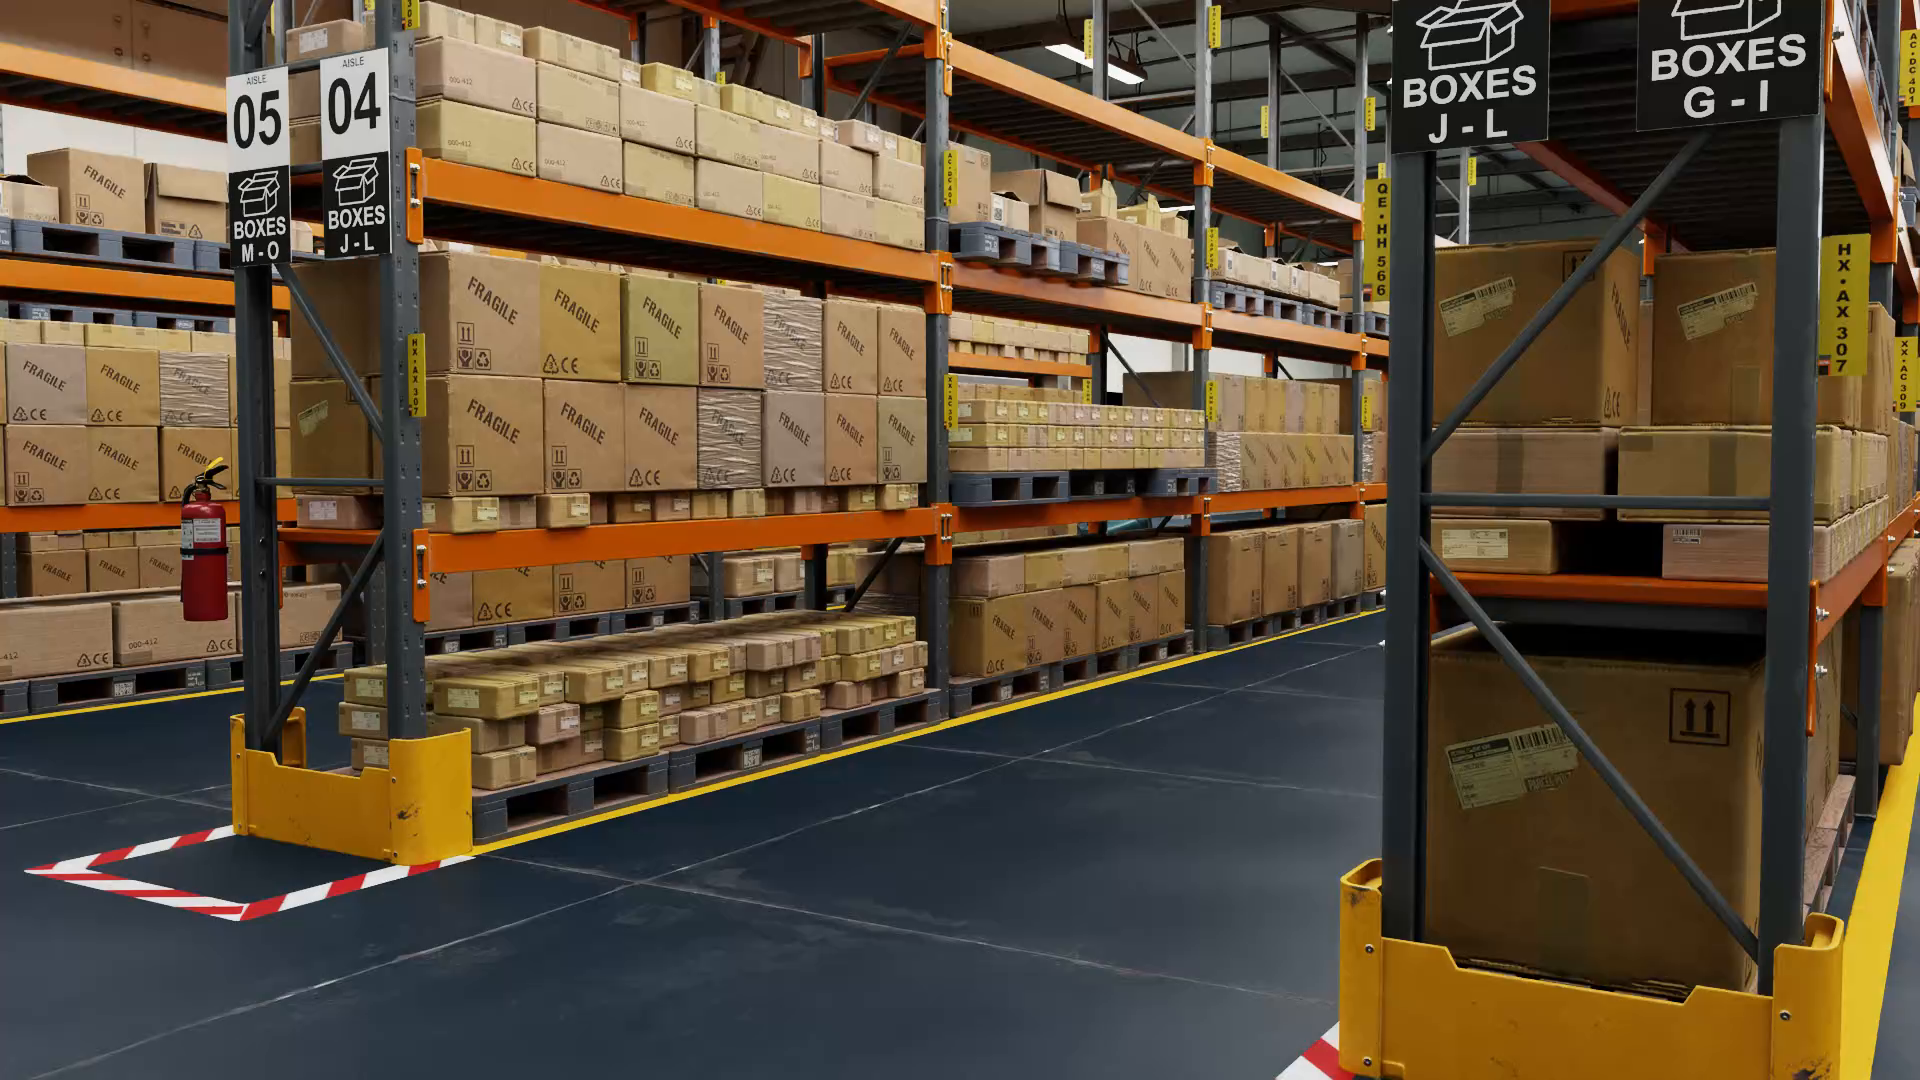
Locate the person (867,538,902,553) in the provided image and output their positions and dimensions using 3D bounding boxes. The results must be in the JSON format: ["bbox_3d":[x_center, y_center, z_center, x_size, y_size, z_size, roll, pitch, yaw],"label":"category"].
[{"bbox_3d":[-0.771,-0.033,16.366,0.443,1.603,0.436,2,4,30],"label":"person"}]
